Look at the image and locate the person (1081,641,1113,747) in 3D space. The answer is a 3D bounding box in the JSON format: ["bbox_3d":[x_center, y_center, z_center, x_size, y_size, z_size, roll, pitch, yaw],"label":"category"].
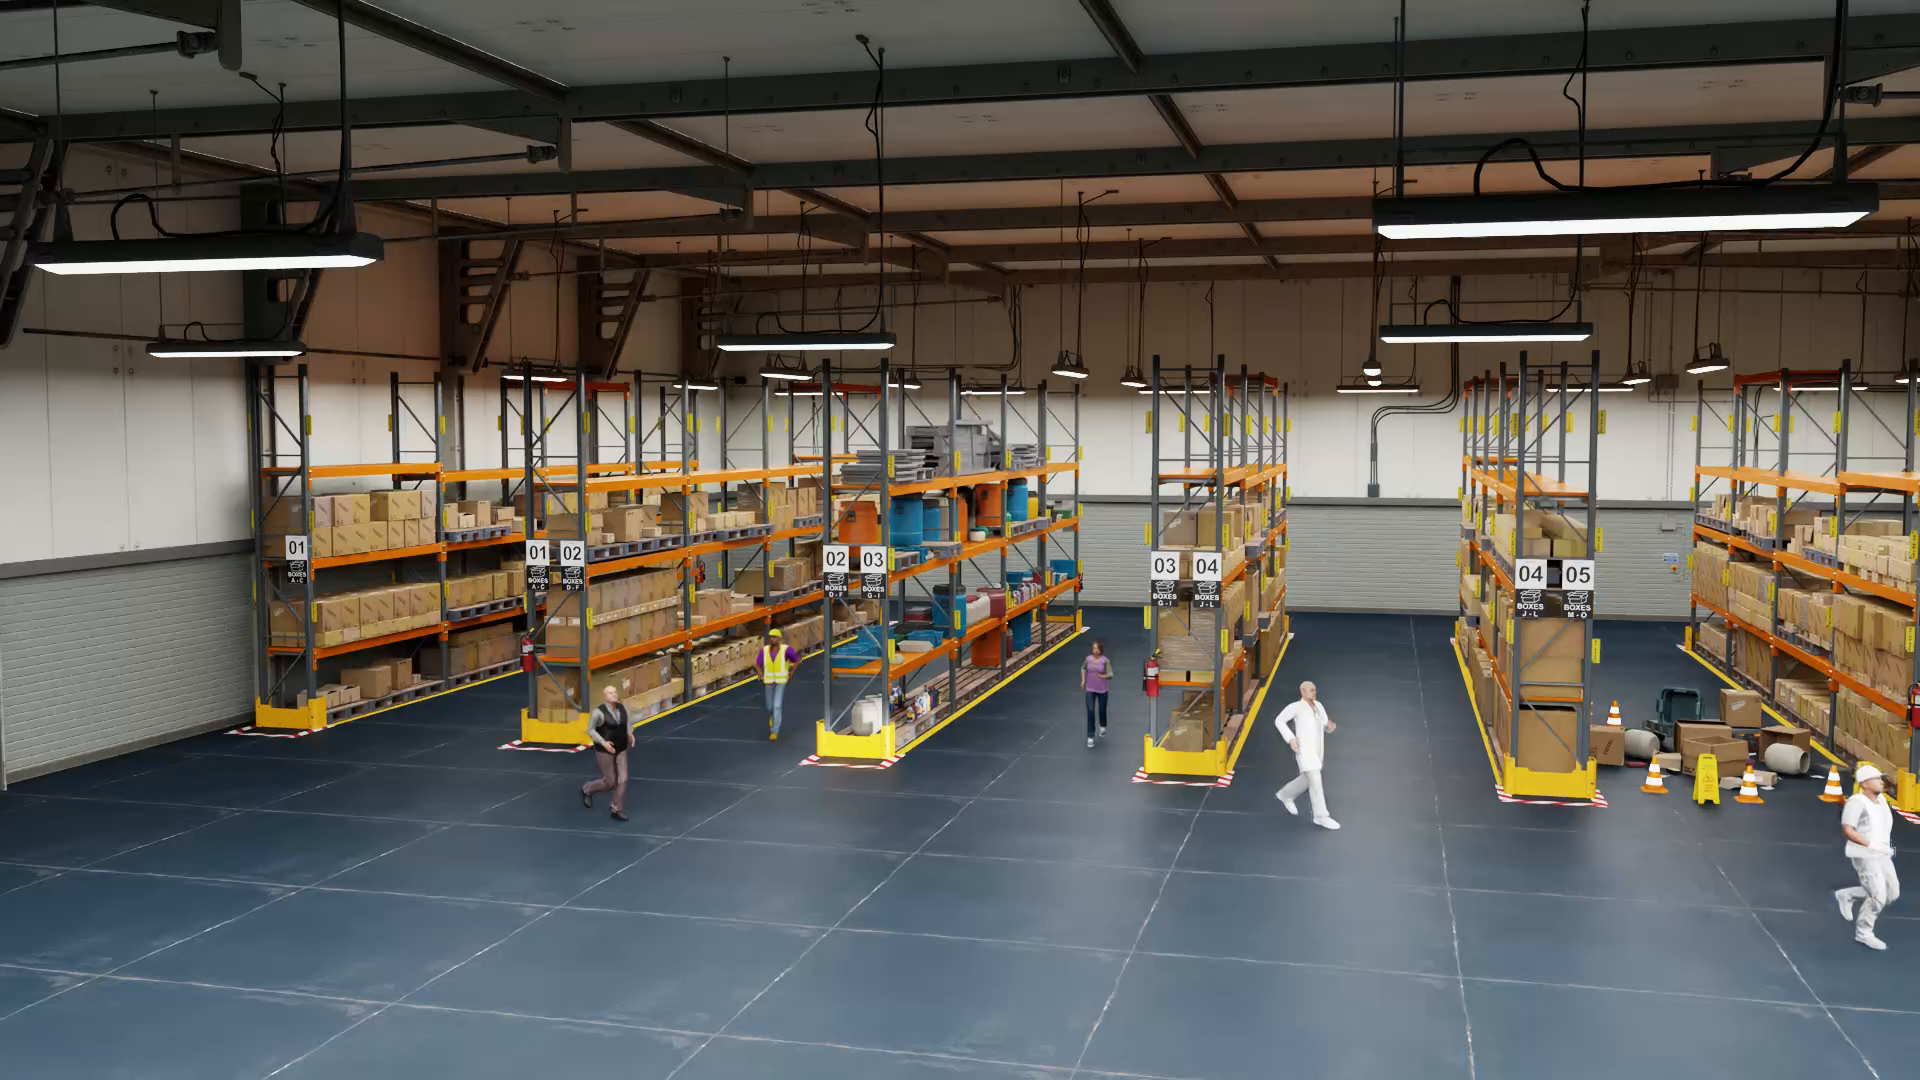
[{"bbox_3d":[2.143,2.382,26.085,0.531,1.594,0.883,1,4,11],"label":"person"}]

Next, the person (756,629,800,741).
[{"bbox_3d":[-2.936,2.297,26.731,0.708,1.760,0.854,1,4,8],"label":"person"}]

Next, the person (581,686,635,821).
[{"bbox_3d":[-4.479,2.703,21.253,0.723,1.710,0.667,4,5,42],"label":"person"}]

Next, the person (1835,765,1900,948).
[{"bbox_3d":[8.747,3.036,16.057,0.718,1.739,0.627,-3,5,-38],"label":"person"}]

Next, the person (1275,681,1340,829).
[{"bbox_3d":[4.361,2.671,20.832,0.703,1.719,1.063,-3,5,-41],"label":"person"}]
